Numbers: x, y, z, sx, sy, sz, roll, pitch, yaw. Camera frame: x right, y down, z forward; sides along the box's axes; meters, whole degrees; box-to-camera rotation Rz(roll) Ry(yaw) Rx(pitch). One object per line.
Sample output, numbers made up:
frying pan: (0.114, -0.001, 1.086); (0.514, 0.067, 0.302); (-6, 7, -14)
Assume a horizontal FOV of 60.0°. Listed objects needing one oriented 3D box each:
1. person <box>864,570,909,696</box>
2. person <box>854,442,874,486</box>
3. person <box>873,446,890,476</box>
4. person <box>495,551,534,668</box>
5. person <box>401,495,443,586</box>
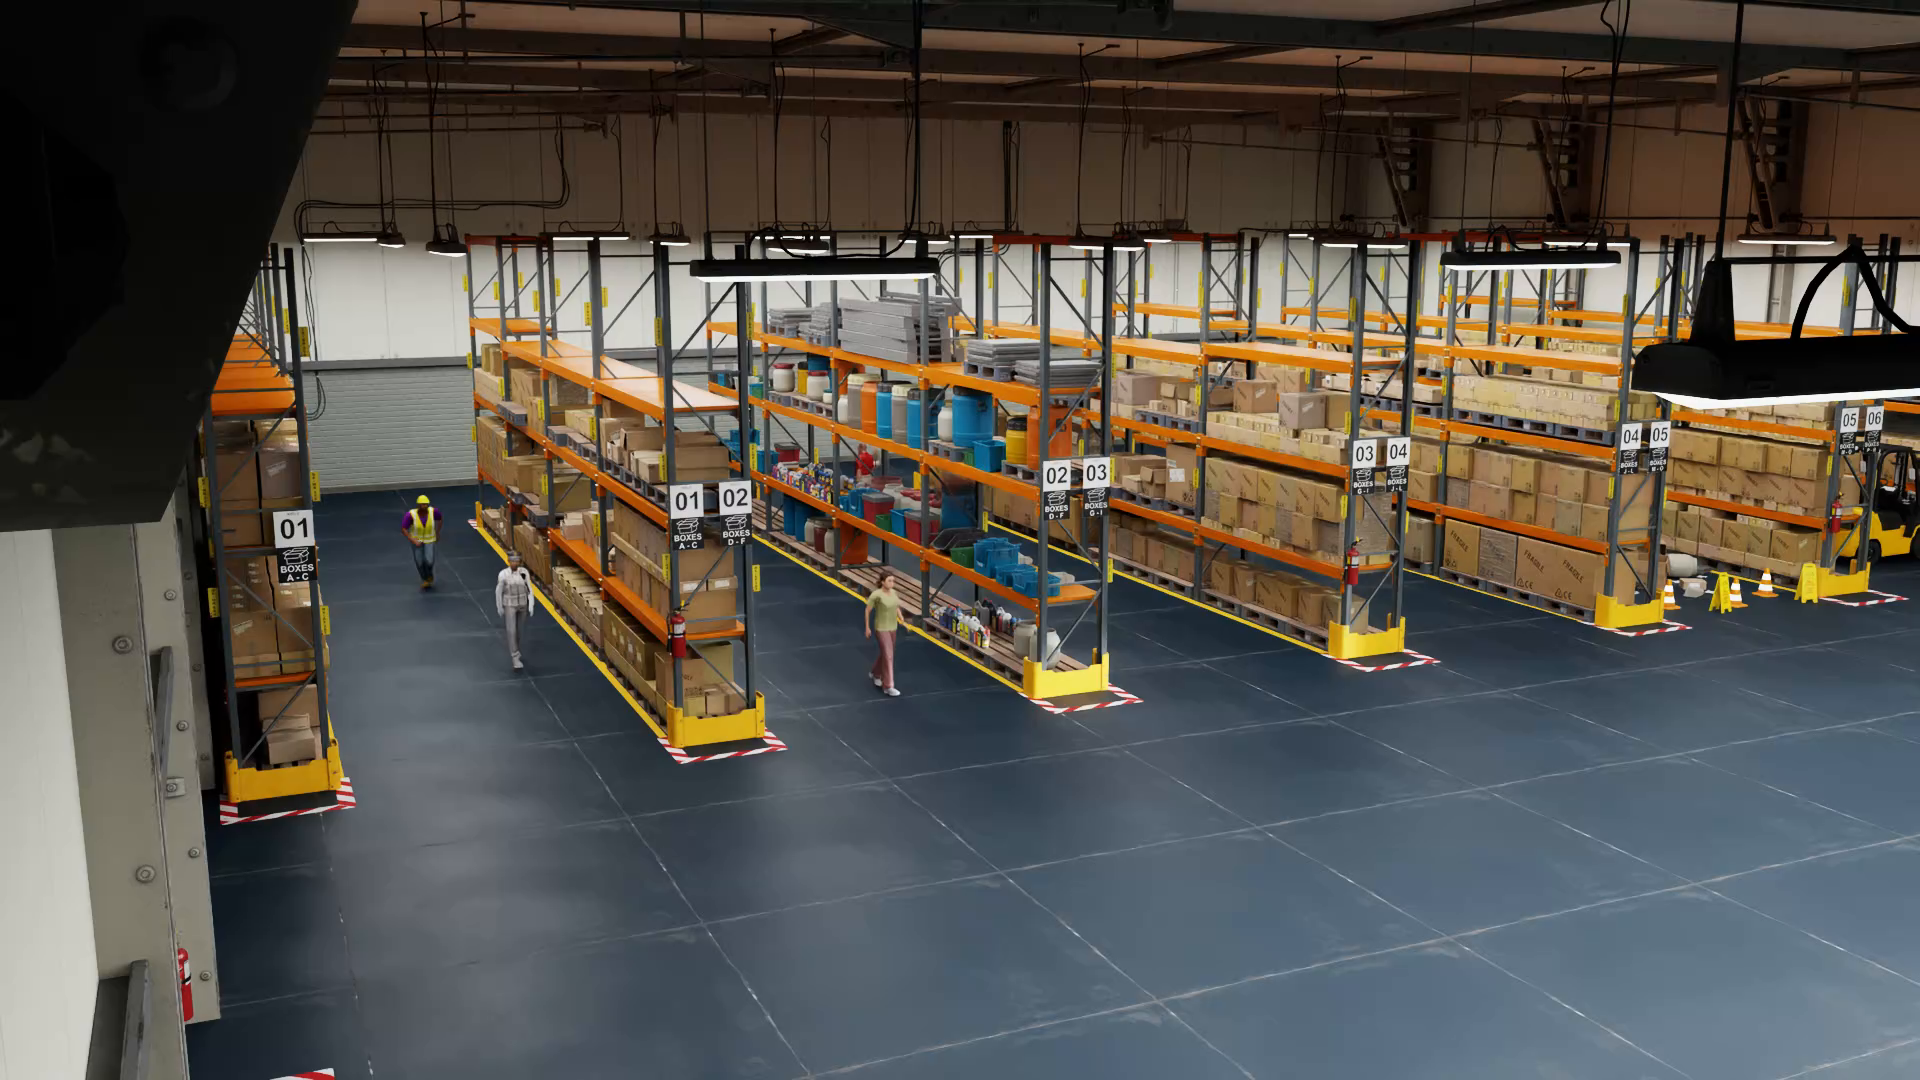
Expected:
person: (-1.010, 1.215, 22.487); (0.765, 1.668, 0.514); (8, 14, 37)
person: (-2.010, -1.179, 34.662); (0.431, 1.725, 0.579); (8, 13, 35)
person: (-1.945, -2.276, 40.205); (0.839, 1.731, 0.523); (2, 11, 12)
person: (-6.339, 0.953, 23.820); (0.498, 1.625, 0.941); (-8, 14, -36)
person: (-9.260, 0.019, 28.675); (0.675, 1.659, 0.705); (-3, 11, -15)
